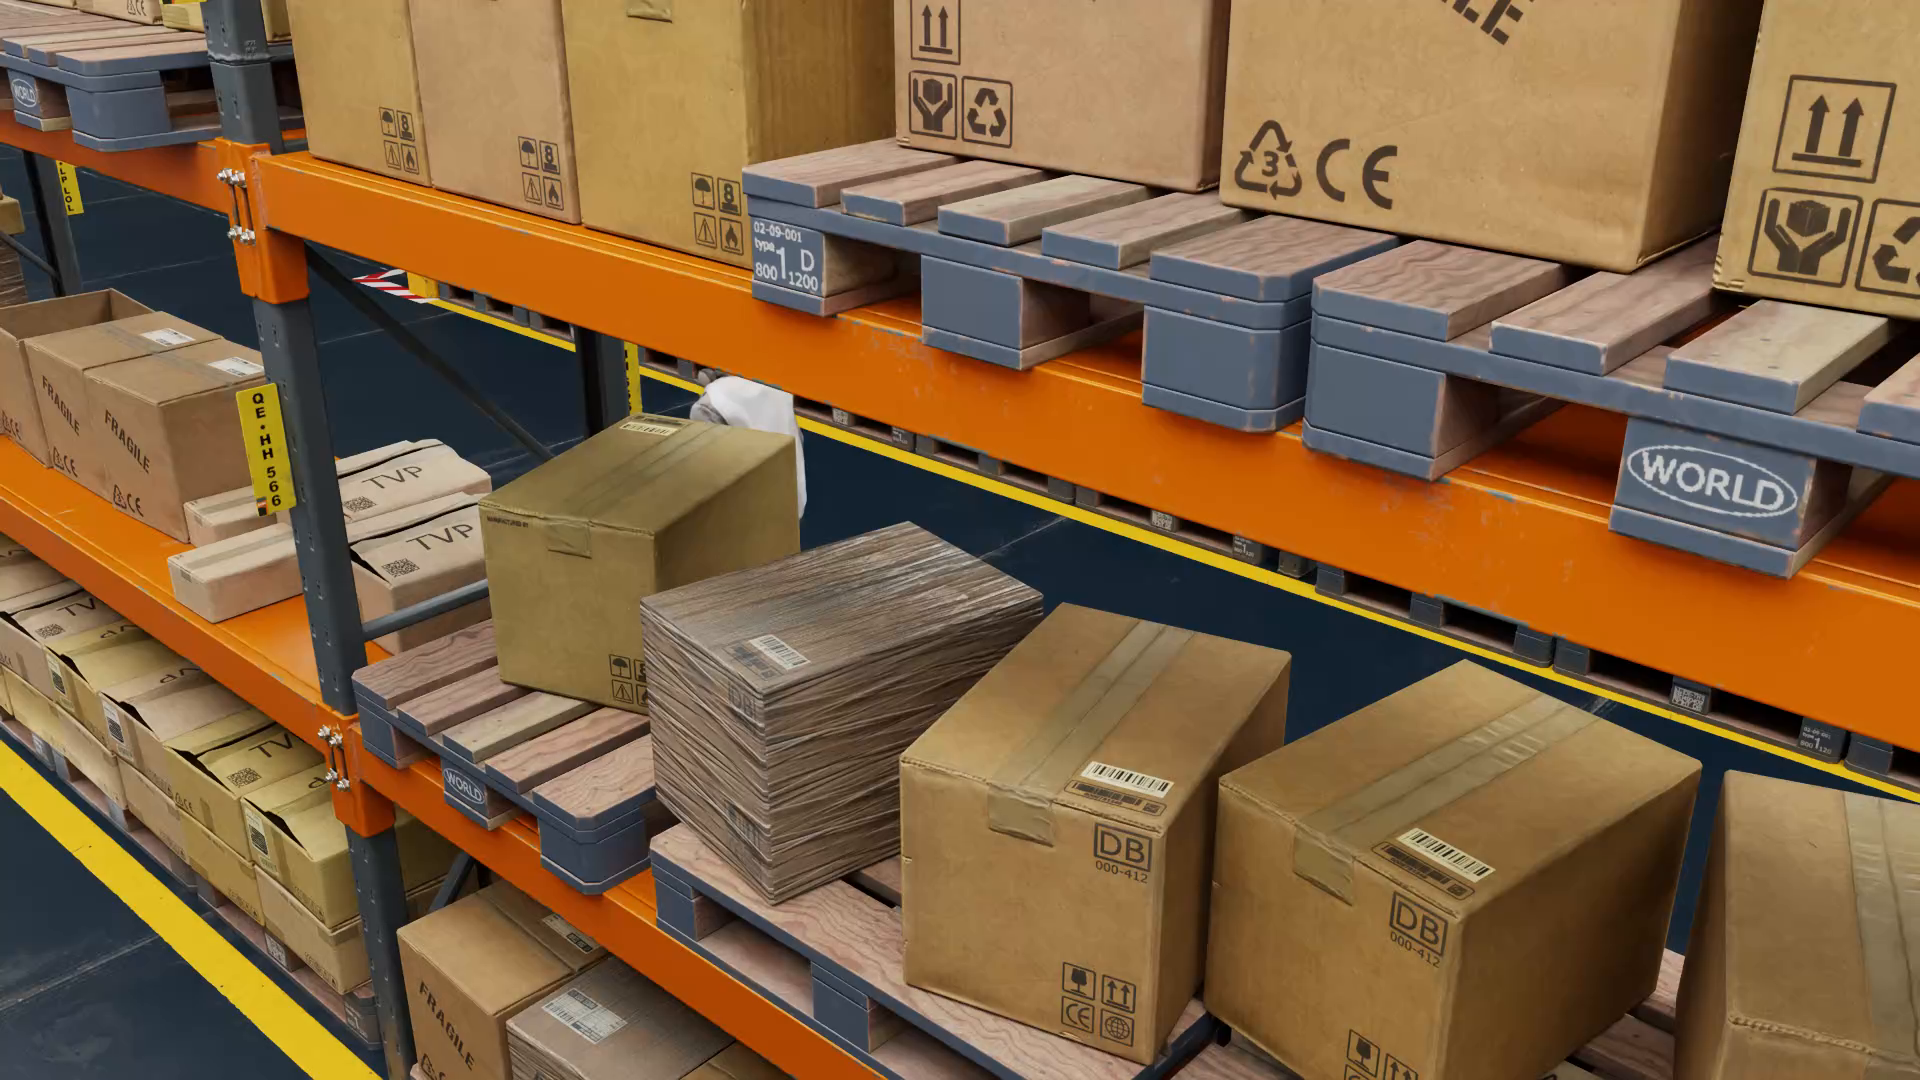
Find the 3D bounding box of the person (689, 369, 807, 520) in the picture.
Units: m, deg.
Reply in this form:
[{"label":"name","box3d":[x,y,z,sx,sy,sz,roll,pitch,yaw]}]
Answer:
[{"label":"person","box3d":[-0.878,-0.122,6.847,0.464,1.770,0.576,18,30,36]}]
